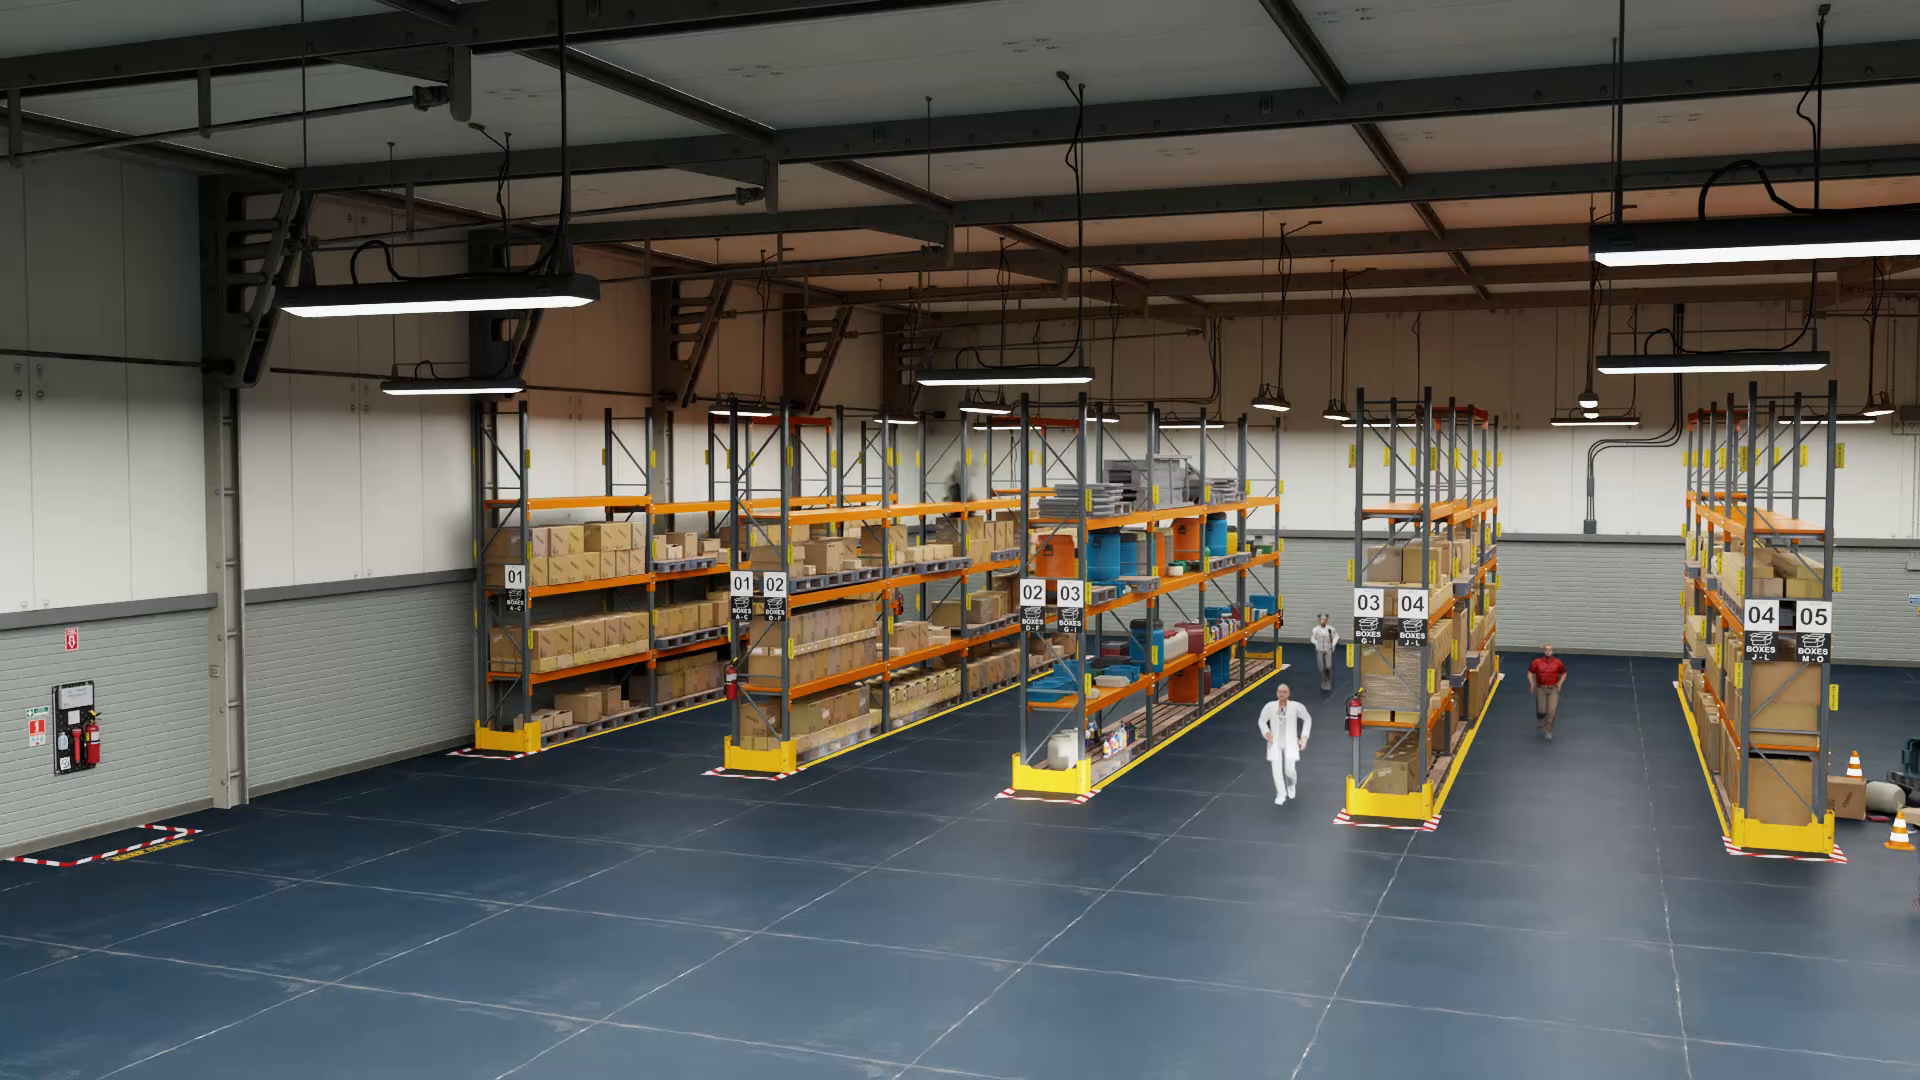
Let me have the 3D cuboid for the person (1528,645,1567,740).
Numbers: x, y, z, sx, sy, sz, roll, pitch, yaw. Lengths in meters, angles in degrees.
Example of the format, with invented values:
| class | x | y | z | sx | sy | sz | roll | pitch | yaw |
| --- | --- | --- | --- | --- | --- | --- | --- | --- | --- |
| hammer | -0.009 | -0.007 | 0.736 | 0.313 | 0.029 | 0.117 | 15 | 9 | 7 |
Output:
| class | x | y | z | sx | sy | sz | roll | pitch | yaw |
| --- | --- | --- | --- | --- | --- | --- | --- | --- | --- |
| person | 10.552 | 2.719 | 29.874 | 0.671 | 1.678 | 0.588 | 1 | 3 | 15 |

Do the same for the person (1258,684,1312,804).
| class | x | y | z | sx | sy | sz | roll | pitch | yaw |
| --- | --- | --- | --- | --- | --- | --- | --- | --- | --- |
| person | 4.688 | 2.957 | 24.081 | 0.760 | 1.732 | 0.613 | 1 | 3 | 17 |

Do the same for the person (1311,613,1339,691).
| class | x | y | z | sx | sy | sz | roll | pitch | yaw |
| --- | --- | --- | --- | --- | --- | --- | --- | --- | --- |
| person | 7.874 | 2.418 | 35.933 | 0.588 | 1.681 | 0.653 | 1 | 3 | 15 |
